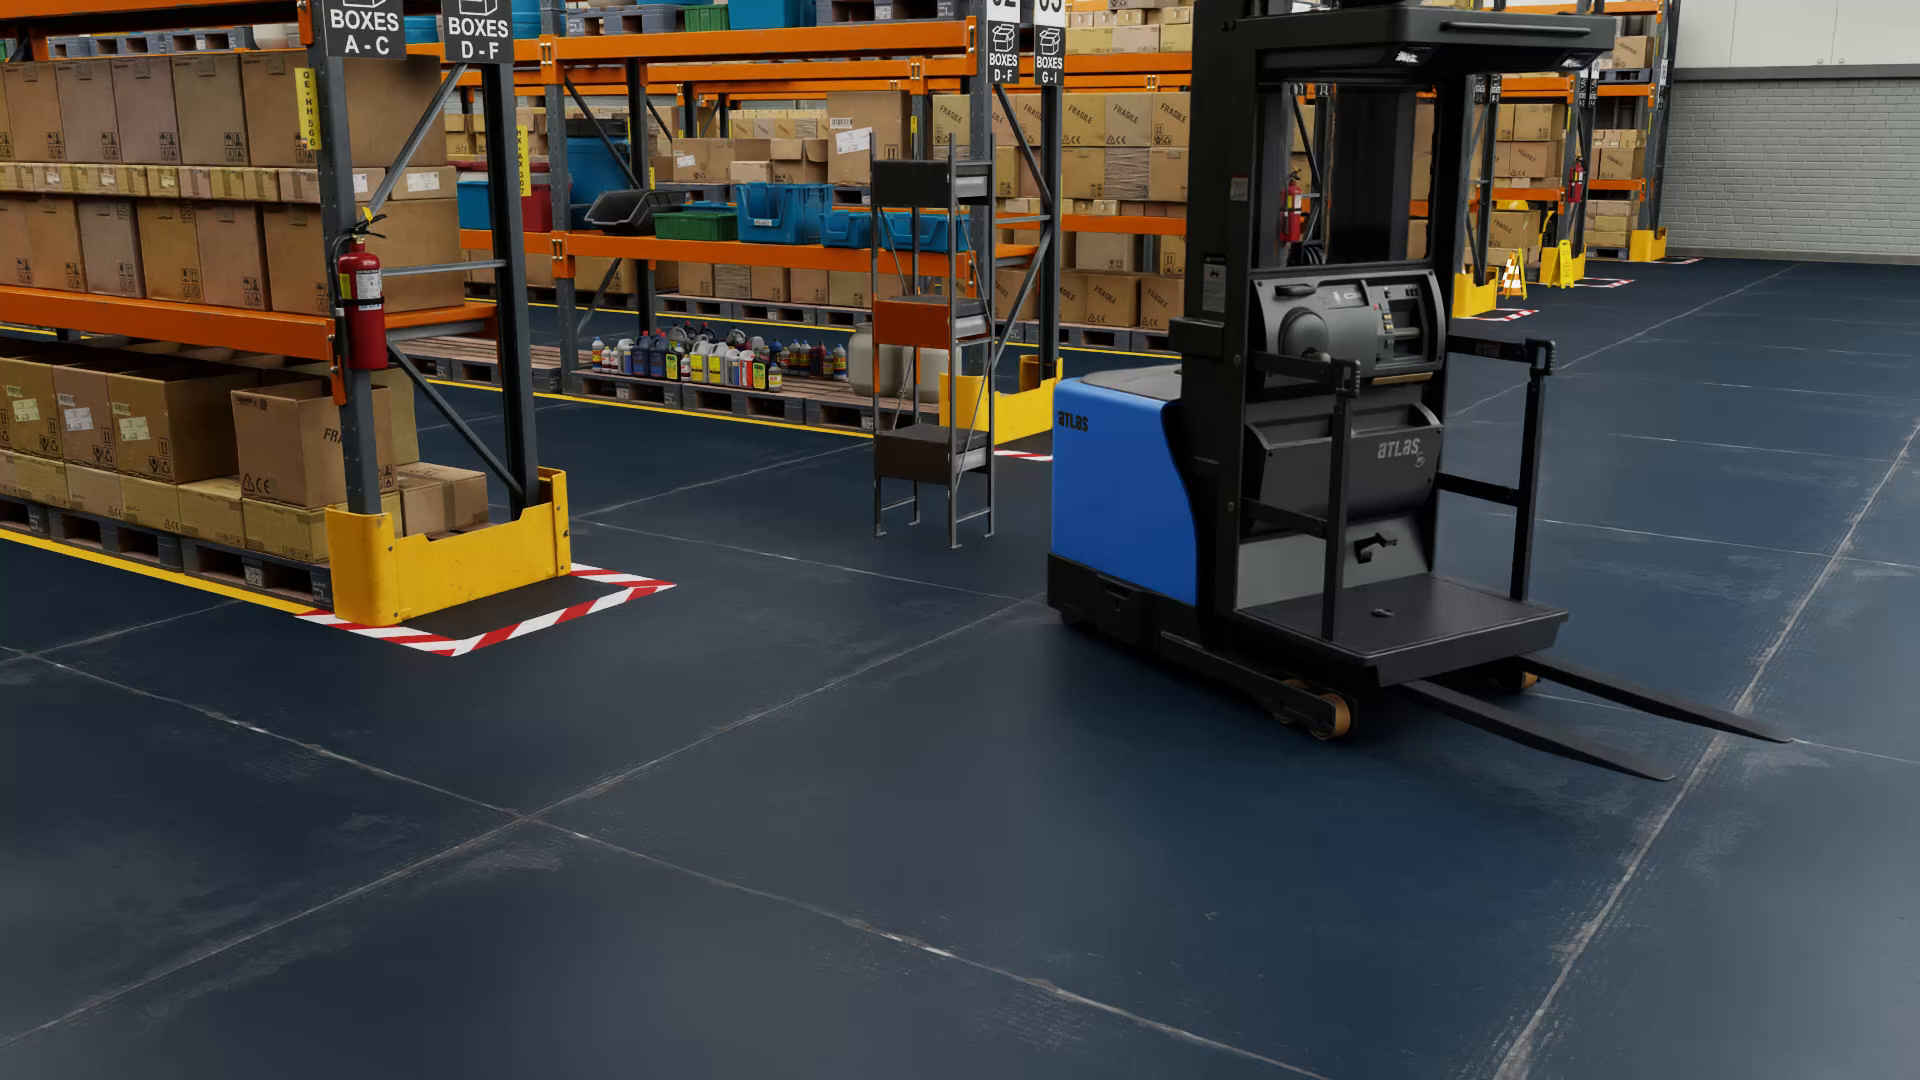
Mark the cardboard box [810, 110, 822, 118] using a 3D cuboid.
[{"bbox_3d":[-2.513,-7.747,30.238,0.250,0.149,0.380,9,17,32],"label":"cardboard box"}]

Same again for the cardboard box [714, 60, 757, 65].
[{"bbox_3d":[-2.378,-5.393,18.434,0.500,0.250,0.500,10,17,34],"label":"cardboard box"}]

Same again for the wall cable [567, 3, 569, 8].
[{"bbox_3d":[-9.046,-11.076,34.840,0.029,3.000,2.355,9,17,33],"label":"wall cable"}]

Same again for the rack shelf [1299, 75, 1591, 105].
[{"bbox_3d":[7.026,-6.537,24.243,4.000,0.370,1.077,9,17,33],"label":"rack shelf"}]

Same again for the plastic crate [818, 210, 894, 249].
[{"bbox_3d":[-0.728,-2.222,11.867,0.408,0.251,0.499,9,17,33],"label":"plastic crate"}]

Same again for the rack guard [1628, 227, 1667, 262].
[{"bbox_3d":[11.472,-4.936,27.721,0.348,0.500,1.175,9,17,33],"label":"rack guard"}]

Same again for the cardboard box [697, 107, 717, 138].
[{"bbox_3d":[-4.189,-6.558,26.166,0.500,0.500,0.500,10,17,34],"label":"cardboard box"}]

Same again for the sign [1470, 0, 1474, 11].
[{"bbox_3d":[5.692,-5.903,18.505,0.005,0.325,0.100,9,17,33],"label":"sign"}]

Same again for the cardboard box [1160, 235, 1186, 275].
[{"bbox_3d":[3.170,-3.772,21.367,0.875,0.875,0.875,9,17,34],"label":"cardboard box"}]

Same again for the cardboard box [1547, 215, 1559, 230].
[{"bbox_3d":[10.024,-5.401,28.209,0.500,0.250,0.500,9,16,32],"label":"cardboard box"}]

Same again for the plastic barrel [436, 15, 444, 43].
[{"bbox_3d":[-4.015,-4.547,13.664,0.600,0.901,0.600,0,14,0],"label":"plastic barrel"}]

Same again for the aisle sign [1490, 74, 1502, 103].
[{"bbox_3d":[6.233,-5.474,19.283,0.004,0.787,0.394,9,17,33],"label":"aisle sign"}]

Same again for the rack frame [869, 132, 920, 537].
[{"bbox_3d":[-0.340,-1.074,8.793,0.015,2.100,0.400,9,17,33],"label":"rack frame"}]

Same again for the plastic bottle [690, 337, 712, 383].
[{"bbox_3d":[-1.981,-1.389,12.791,0.185,0.351,0.144,9,17,32],"label":"plastic bottle"}]

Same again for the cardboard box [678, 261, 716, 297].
[{"bbox_3d":[-2.917,-3.173,19.686,0.500,0.500,0.700,8,16,30],"label":"cardboard box"}]

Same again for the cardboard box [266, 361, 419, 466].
[{"bbox_3d":[-3.114,-0.628,8.403,0.500,0.500,0.500,9,17,33],"label":"cardboard box"}]

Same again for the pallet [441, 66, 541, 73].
[{"bbox_3d":[-6.015,-6.045,21.158,1.217,0.209,0.805,8,16,31],"label":"pallet"}]

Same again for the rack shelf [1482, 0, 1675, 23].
[{"bbox_3d":[9.793,-8.789,27.931,4.000,0.370,1.077,9,17,33],"label":"rack shelf"}]

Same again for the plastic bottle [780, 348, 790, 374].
[{"bbox_3d":[-1.390,-1.432,13.272,0.097,0.201,0.097,0,14,0],"label":"plastic bottle"}]

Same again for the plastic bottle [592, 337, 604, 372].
[{"bbox_3d":[-2.909,-1.494,13.379,0.097,0.271,0.097,0,14,0],"label":"plastic bottle"}]

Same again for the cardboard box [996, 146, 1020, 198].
[{"bbox_3d":[0.569,-3.769,16.978,0.500,0.500,0.875,9,17,33],"label":"cardboard box"}]

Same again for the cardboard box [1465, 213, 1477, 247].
[{"bbox_3d":[7.440,-4.520,24.128,0.500,0.500,0.500,10,17,35],"label":"cardboard box"}]

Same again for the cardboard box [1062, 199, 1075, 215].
[{"bbox_3d":[1.098,-3.313,16.488,0.250,0.149,0.380,9,17,33],"label":"cardboard box"}]

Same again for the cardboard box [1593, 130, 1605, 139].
[{"bbox_3d":[10.583,-6.723,27.561,0.250,0.149,0.380,10,17,34],"label":"cardboard box"}]

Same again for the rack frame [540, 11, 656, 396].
[{"bbox_3d":[-2.929,-2.735,13.629,0.127,3.000,1.000,9,17,33],"label":"rack frame"}]

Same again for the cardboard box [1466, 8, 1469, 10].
[{"bbox_3d":[5.749,-6.057,19.420,0.500,0.250,0.500,9,17,33],"label":"cardboard box"}]

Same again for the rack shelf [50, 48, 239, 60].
[{"bbox_3d":[-7.908,-4.647,16.606,4.000,0.370,1.077,9,17,33],"label":"rack shelf"}]

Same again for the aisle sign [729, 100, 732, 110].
[{"bbox_3d":[-4.478,-8.641,32.078,0.004,0.787,0.394,9,17,33],"label":"aisle sign"}]

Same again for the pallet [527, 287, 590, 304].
[{"bbox_3d":[-5.104,-3.190,21.270,1.213,0.211,1.003,9,17,33],"label":"pallet"}]

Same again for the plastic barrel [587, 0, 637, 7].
[{"bbox_3d":[-2.681,-4.352,12.813,0.421,0.512,0.421,0,14,0],"label":"plastic barrel"}]

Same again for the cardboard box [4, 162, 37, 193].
[{"bbox_3d":[-4.733,-1.900,8.698,0.250,0.149,0.380,9,16,31],"label":"cardboard box"}]

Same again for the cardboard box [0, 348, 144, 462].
[{"bbox_3d":[-4.657,-0.722,8.786,0.500,0.500,0.500,9,17,33],"label":"cardboard box"}]

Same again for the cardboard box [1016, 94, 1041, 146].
[{"bbox_3d":[0.897,-4.156,16.461,0.500,0.500,0.500,9,17,33],"label":"cardboard box"}]

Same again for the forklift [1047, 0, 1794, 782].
[{"bbox_3d":[1.591,-0.836,6.101,1.130,2.935,3.031,-9,16,-31],"label":"forklift"}]

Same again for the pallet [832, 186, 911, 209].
[{"bbox_3d":[-0.718,-3.761,18.173,1.213,0.211,1.003,9,17,33],"label":"pallet"}]

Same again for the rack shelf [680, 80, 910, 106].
[{"bbox_3d":[-2.291,-6.609,24.536,4.000,0.370,1.077,9,17,33],"label":"rack shelf"}]

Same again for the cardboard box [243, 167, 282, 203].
[{"bbox_3d":[-3.019,-1.623,7.579,0.250,0.149,0.380,10,17,34],"label":"cardboard box"}]

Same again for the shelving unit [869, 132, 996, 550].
[{"bbox_3d":[-0.137,-1.041,8.661,0.503,2.100,0.431,9,17,33],"label":"shelving unit"}]

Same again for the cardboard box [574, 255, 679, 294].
[{"bbox_3d":[-4.045,-3.528,20.381,0.875,0.875,1.225,8,16,30],"label":"cardboard box"}]

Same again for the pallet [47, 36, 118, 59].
[{"bbox_3d":[-8.862,-5.087,17.280,1.003,0.211,1.213,9,17,33],"label":"pallet"}]

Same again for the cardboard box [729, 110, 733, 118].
[{"bbox_3d":[-4.194,-8.033,31.392,0.250,0.149,0.380,10,17,34],"label":"cardboard box"}]

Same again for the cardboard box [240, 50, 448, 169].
[{"bbox_3d":[-2.802,-1.962,7.599,0.500,0.500,0.700,9,17,33],"label":"cardboard box"}]

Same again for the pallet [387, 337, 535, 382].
[{"bbox_3d":[-4.619,-1.642,15.019,1.213,0.211,1.003,9,17,33],"label":"pallet"}]

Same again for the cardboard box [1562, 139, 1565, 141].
[{"bbox_3d":[10.151,-6.644,27.861,0.250,0.149,0.380,9,16,31],"label":"cardboard box"}]

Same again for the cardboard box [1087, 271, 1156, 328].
[{"bbox_3d":[1.622,-2.425,16.704,0.500,0.500,0.500,11,18,38],"label":"cardboard box"}]

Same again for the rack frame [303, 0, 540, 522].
[{"bbox_3d":[-2.377,-1.211,7.475,0.127,3.000,1.000,9,17,33],"label":"rack frame"}]

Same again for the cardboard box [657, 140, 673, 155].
[{"bbox_3d":[-4.510,-5.972,25.880,0.500,0.500,0.500,9,17,33],"label":"cardboard box"}]

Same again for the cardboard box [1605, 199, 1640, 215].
[{"bbox_3d":[11.159,-5.609,28.007,0.500,0.250,0.500,9,16,32],"label":"cardboard box"}]

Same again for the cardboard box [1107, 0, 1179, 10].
[{"bbox_3d":[1.727,-5.235,15.619,0.500,0.500,0.500,9,17,33],"label":"cardboard box"}]

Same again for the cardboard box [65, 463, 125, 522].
[{"bbox_3d":[-4.239,-0.292,8.610,0.500,0.250,0.500,9,17,33],"label":"cardboard box"}]

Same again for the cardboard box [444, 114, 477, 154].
[{"bbox_3d":[-6.268,-5.247,21.481,0.637,0.503,0.797,9,16,31],"label":"cardboard box"}]

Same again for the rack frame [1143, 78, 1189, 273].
[{"bbox_3d":[2.687,-4.698,21.559,0.127,3.000,1.000,9,17,33],"label":"rack frame"}]

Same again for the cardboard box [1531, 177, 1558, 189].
[{"bbox_3d":[8.256,-5.048,23.494,0.250,0.149,0.380,10,17,35],"label":"cardboard box"}]

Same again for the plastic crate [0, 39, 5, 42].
[{"bbox_3d":[-10.445,-5.422,18.512,0.590,0.269,0.497,9,17,33],"label":"plastic crate"}]
